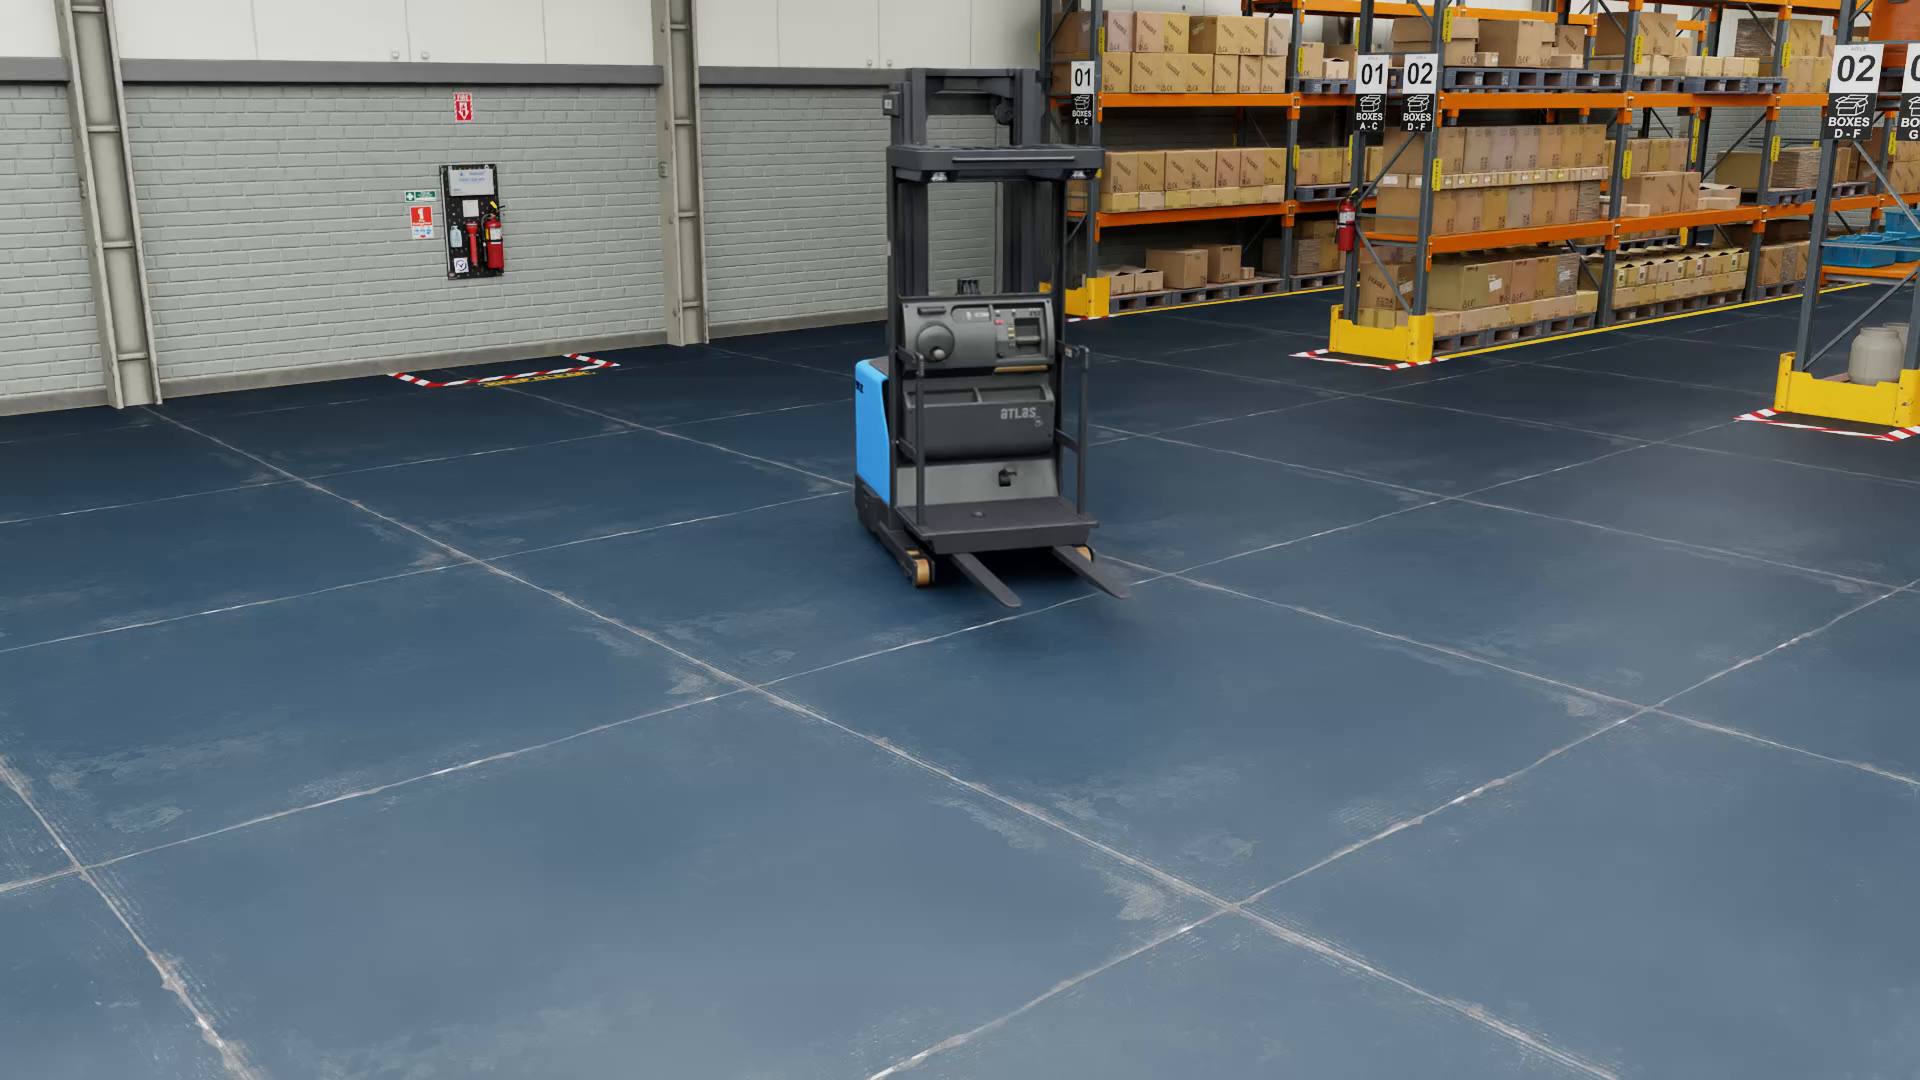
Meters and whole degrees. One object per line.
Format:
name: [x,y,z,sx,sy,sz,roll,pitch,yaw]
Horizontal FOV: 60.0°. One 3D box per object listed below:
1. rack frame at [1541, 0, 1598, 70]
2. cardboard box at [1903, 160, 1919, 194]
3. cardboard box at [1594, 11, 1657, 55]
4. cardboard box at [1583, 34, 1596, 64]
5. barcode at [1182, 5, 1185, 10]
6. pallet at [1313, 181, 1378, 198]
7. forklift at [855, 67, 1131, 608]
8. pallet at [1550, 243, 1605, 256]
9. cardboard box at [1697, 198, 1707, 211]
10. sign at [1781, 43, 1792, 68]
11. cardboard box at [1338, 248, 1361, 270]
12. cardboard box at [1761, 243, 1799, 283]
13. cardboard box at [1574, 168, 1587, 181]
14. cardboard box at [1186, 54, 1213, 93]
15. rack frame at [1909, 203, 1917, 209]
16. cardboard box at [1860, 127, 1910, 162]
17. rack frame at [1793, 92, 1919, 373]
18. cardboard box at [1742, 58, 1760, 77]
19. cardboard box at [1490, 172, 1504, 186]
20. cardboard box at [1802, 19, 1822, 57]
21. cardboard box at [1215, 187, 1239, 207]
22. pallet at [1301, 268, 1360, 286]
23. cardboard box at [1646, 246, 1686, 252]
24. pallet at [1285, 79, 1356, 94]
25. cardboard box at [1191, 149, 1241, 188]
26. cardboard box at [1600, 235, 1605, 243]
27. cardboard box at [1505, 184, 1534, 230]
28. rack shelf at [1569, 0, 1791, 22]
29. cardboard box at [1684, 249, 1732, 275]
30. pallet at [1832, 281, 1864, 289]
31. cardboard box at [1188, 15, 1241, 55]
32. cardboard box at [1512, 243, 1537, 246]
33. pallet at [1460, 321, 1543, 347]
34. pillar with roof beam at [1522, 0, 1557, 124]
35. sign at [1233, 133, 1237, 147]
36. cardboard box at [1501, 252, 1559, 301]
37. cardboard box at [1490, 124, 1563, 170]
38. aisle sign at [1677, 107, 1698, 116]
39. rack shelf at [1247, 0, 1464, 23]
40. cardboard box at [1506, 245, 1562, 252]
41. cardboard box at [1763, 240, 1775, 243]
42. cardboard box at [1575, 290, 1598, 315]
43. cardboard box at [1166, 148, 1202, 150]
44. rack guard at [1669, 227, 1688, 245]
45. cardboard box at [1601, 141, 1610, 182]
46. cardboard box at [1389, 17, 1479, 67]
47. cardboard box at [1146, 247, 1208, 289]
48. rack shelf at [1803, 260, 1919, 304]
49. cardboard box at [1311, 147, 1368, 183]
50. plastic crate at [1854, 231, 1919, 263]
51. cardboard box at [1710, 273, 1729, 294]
rack frame: [10.459,-9.395,28.486,0.127,3.000,1.000,-13,19,-39]
cardboard box: [14.661,-5.702,26.091,0.500,0.500,0.500,-12,19,-38]
cardboard box: [8.170,-6.217,20.422,0.500,0.500,0.500,-12,19,-39]
cardboard box: [11.181,-8.553,28.977,0.500,0.500,0.500,-13,20,-40]
barcode: [3.093,-7.357,22.986,0.075,0.075,0.001,-13,19,-39]
pallet: [5.975,-5.383,25.463,1.213,0.211,1.003,-13,19,-39]
forklift: [0.174,-1.255,9.769,1.130,2.935,3.031,-4,15,-15]
pallet: [11.084,-5.263,30.045,1.213,0.211,1.003,-13,19,-39]
cardboard box: [9.771,-4.507,22.298,0.250,0.149,0.380,-11,18,-35]
sign: [11.054,-6.483,22.242,0.005,0.325,0.100,-13,19,-39]
cardboard box: [5.736,-4.450,25.590,0.500,0.500,0.700,-12,19,-39]
cardboard box: [11.618,-3.972,23.798,0.500,0.500,0.500,-14,20,-41]
cardboard box: [7.230,-4.366,19.830,0.250,0.149,0.380,-13,20,-41]
cardboard box: [3.030,-6.247,22.279,0.500,0.500,0.500,-11,19,-36]
rack frame: [16.731,-6.211,28.189,0.127,3.000,1.000,-13,19,-39]
cardboard box: [14.254,-6.090,25.604,0.500,0.500,0.500,-12,19,-38]
rack frame: [7.910,-2.535,14.429,0.127,3.000,1.000,-13,19,-39]
cardboard box: [10.391,-6.347,22.365,0.500,0.250,0.500,14,21,43]
cardboard box: [5.876,-4.062,18.693,0.250,0.149,0.380,-14,20,-41]
cardboard box: [11.799,-7.082,23.505,0.500,0.500,0.500,-13,19,-39]
cardboard box: [3.515,-4.769,23.042,0.500,0.250,0.500,-13,20,-40]
pallet: [5.931,-4.134,25.819,1.213,0.211,1.003,-13,19,-39]
cardboard box: [9.717,-3.879,22.886,0.500,0.311,0.500,-13,20,-41]
pallet: [4.959,-6.584,24.138,1.003,0.211,1.213,-13,19,-39]
cardboard box: [3.510,-5.132,22.949,0.500,0.500,0.500,-13,20,-41]
cardboard box: [11.471,-5.683,30.244,0.500,0.500,0.700,-13,20,-40]
cardboard box: [6.187,-3.888,19.300,0.500,0.500,0.700,-12,19,-38]
rack shelf: [9.187,-6.874,21.217,4.000,0.370,1.077,-13,19,-39]
cardboard box: [10.075,-3.775,22.498,0.500,0.311,0.500,-13,20,-40]
pallet: [13.125,-4.041,25.469,1.213,0.211,1.003,-13,19,-39]
cardboard box: [3.430,-6.809,22.446,0.500,0.500,0.500,-14,20,-41]
cardboard box: [9.385,-5.375,28.411,0.750,0.750,0.750,-12,19,-38]
pallet: [6.130,-2.496,19.687,1.213,0.211,1.003,-13,19,-39]
pillar with roof beam: [13.245,-8.844,26.423,0.400,9.000,9.100,-13,19,-39]
sign: [4.057,-5.809,24.440,0.005,0.325,0.100,-13,19,-39]
cardboard box: [6.712,-3.126,19.701,0.500,0.500,0.500,-13,19,-39]
cardboard box: [6.589,-4.606,19.474,0.500,0.500,0.700,-13,20,-39]
aisle sign: [13.728,-8.384,31.289,0.004,0.787,0.394,-13,19,-39]
rack shelf: [5.932,-7.838,24.825,4.000,0.370,1.077,-13,19,-39]
cardboard box: [7.123,-3.397,20.717,0.500,0.500,0.500,-13,19,-39]
cardboard box: [11.638,-4.152,24.474,0.500,0.500,0.500,-14,20,-41]
cardboard box: [7.472,-2.931,20.426,0.500,0.250,0.500,-13,19,-39]
cardboard box: [3.160,-5.232,23.323,0.500,0.500,0.500,-12,19,-38]
rack guard: [13.494,-5.971,32.135,0.348,0.500,1.175,-13,19,-39]
cardboard box: [10.879,-6.731,29.554,0.700,0.700,0.980,-12,19,-39]
cardboard box: [5.097,-5.366,17.931,0.637,0.503,0.797,-11,18,-36]
cardboard box: [3.004,-3.780,23.079,0.500,0.500,0.700,-14,21,-43]
rack shelf: [9.418,-2.527,15.791,4.000,0.370,1.077,-13,19,-39]
cardboard box: [5.733,-5.693,25.205,0.500,0.500,0.700,-10,18,-32]
plastic crate: [8.584,-2.715,15.392,0.408,0.251,0.499,-13,19,-39]
cardboard box: [10.073,-3.505,22.575,0.500,0.250,0.500,-13,20,-40]
